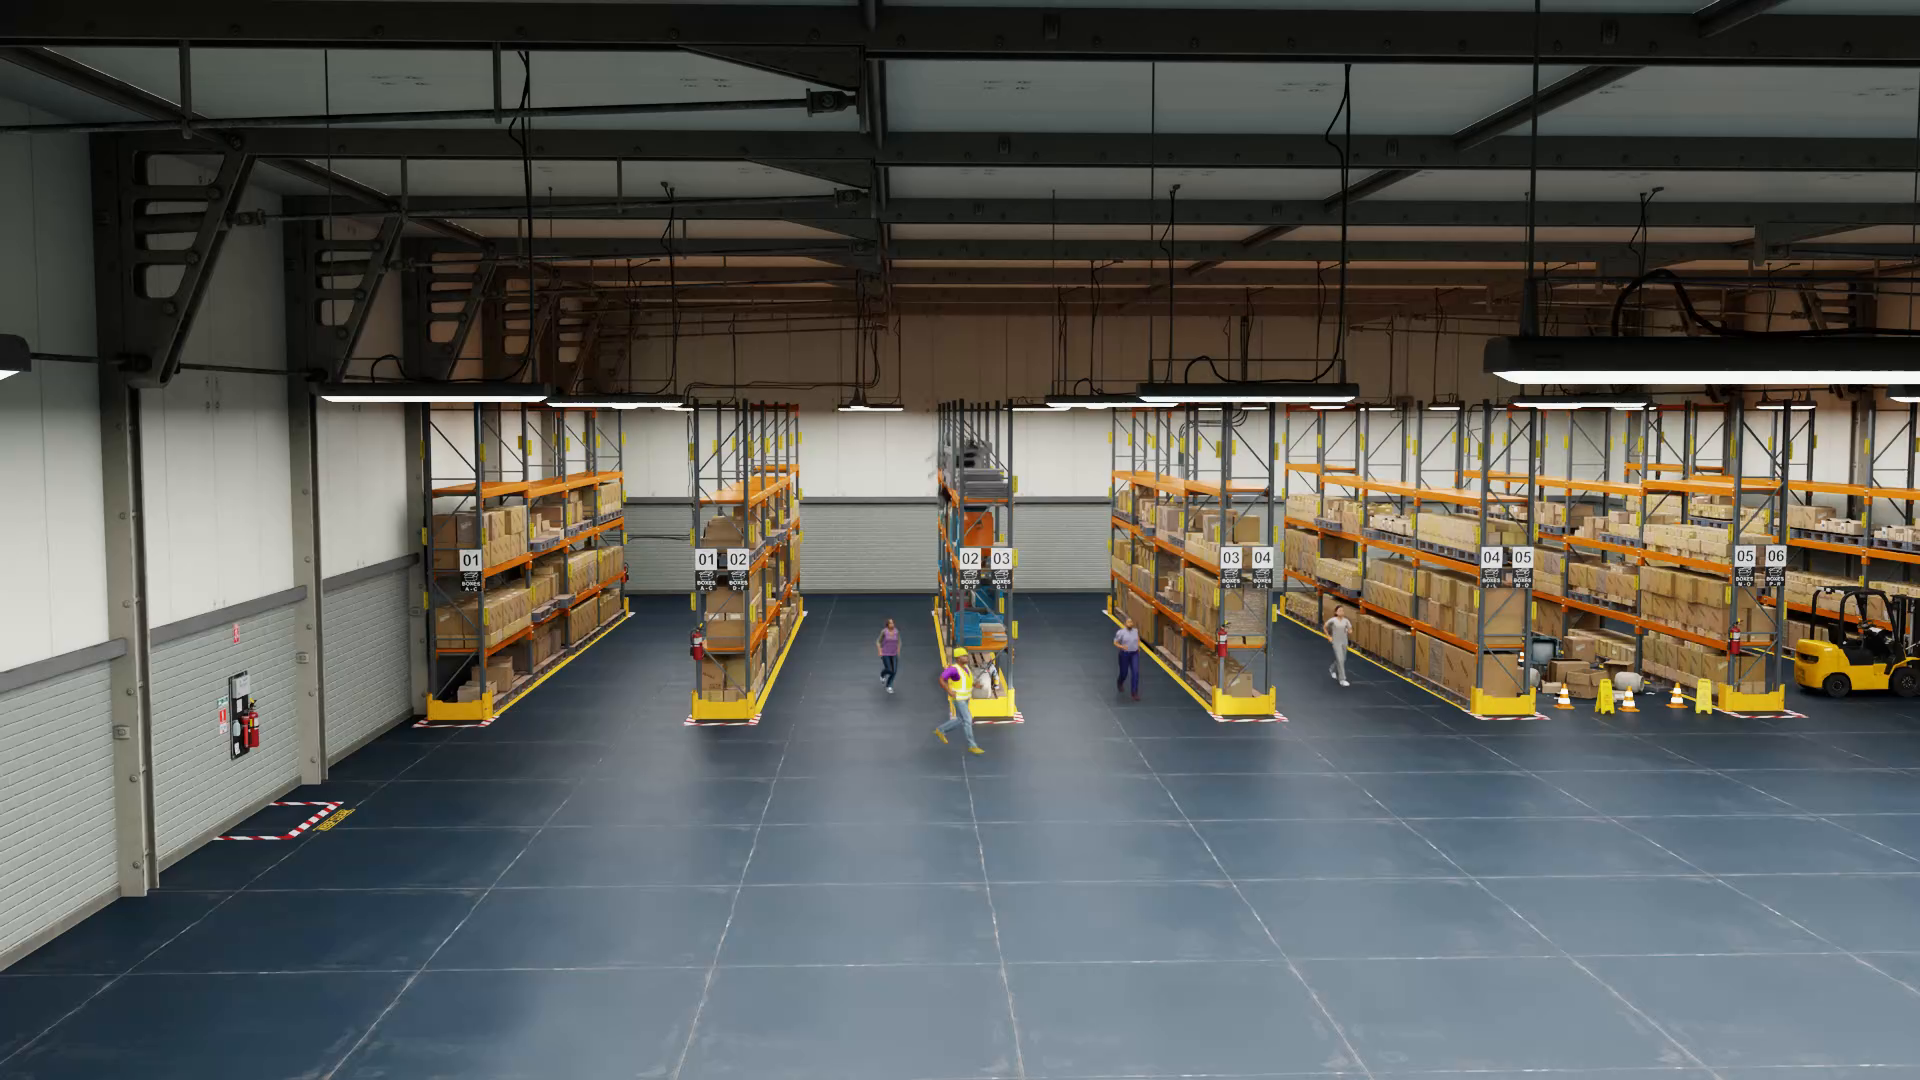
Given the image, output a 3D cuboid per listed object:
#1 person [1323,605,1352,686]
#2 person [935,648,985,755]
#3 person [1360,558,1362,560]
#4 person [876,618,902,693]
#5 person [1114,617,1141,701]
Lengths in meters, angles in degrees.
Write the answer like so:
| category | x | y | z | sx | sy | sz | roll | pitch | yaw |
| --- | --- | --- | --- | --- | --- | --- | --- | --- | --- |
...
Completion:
| category | x | y | z | sx | sy | sz | roll | pitch | yaw |
| --- | --- | --- | --- | --- | --- | --- | --- | --- | --- |
| person | 8.012 | 2.198 | 35.146 | 0.567 | 1.648 | 0.969 | -1 | 5 | -16 |
| person | -0.004 | 2.704 | 28.124 | 0.971 | 1.770 | 0.700 | 2 | 5 | 24 |
| person | 11.658 | 1.060 | 49.705 | 0.713 | 1.830 | 0.634 | -2 | 5 | -24 |
| person | -1.445 | 2.366 | 34.148 | 0.522 | 1.553 | 0.577 | -2 | 5 | -19 |
| person | 3.381 | 2.359 | 33.457 | 0.612 | 1.652 | 0.929 | -1 | 4 | -11 |
